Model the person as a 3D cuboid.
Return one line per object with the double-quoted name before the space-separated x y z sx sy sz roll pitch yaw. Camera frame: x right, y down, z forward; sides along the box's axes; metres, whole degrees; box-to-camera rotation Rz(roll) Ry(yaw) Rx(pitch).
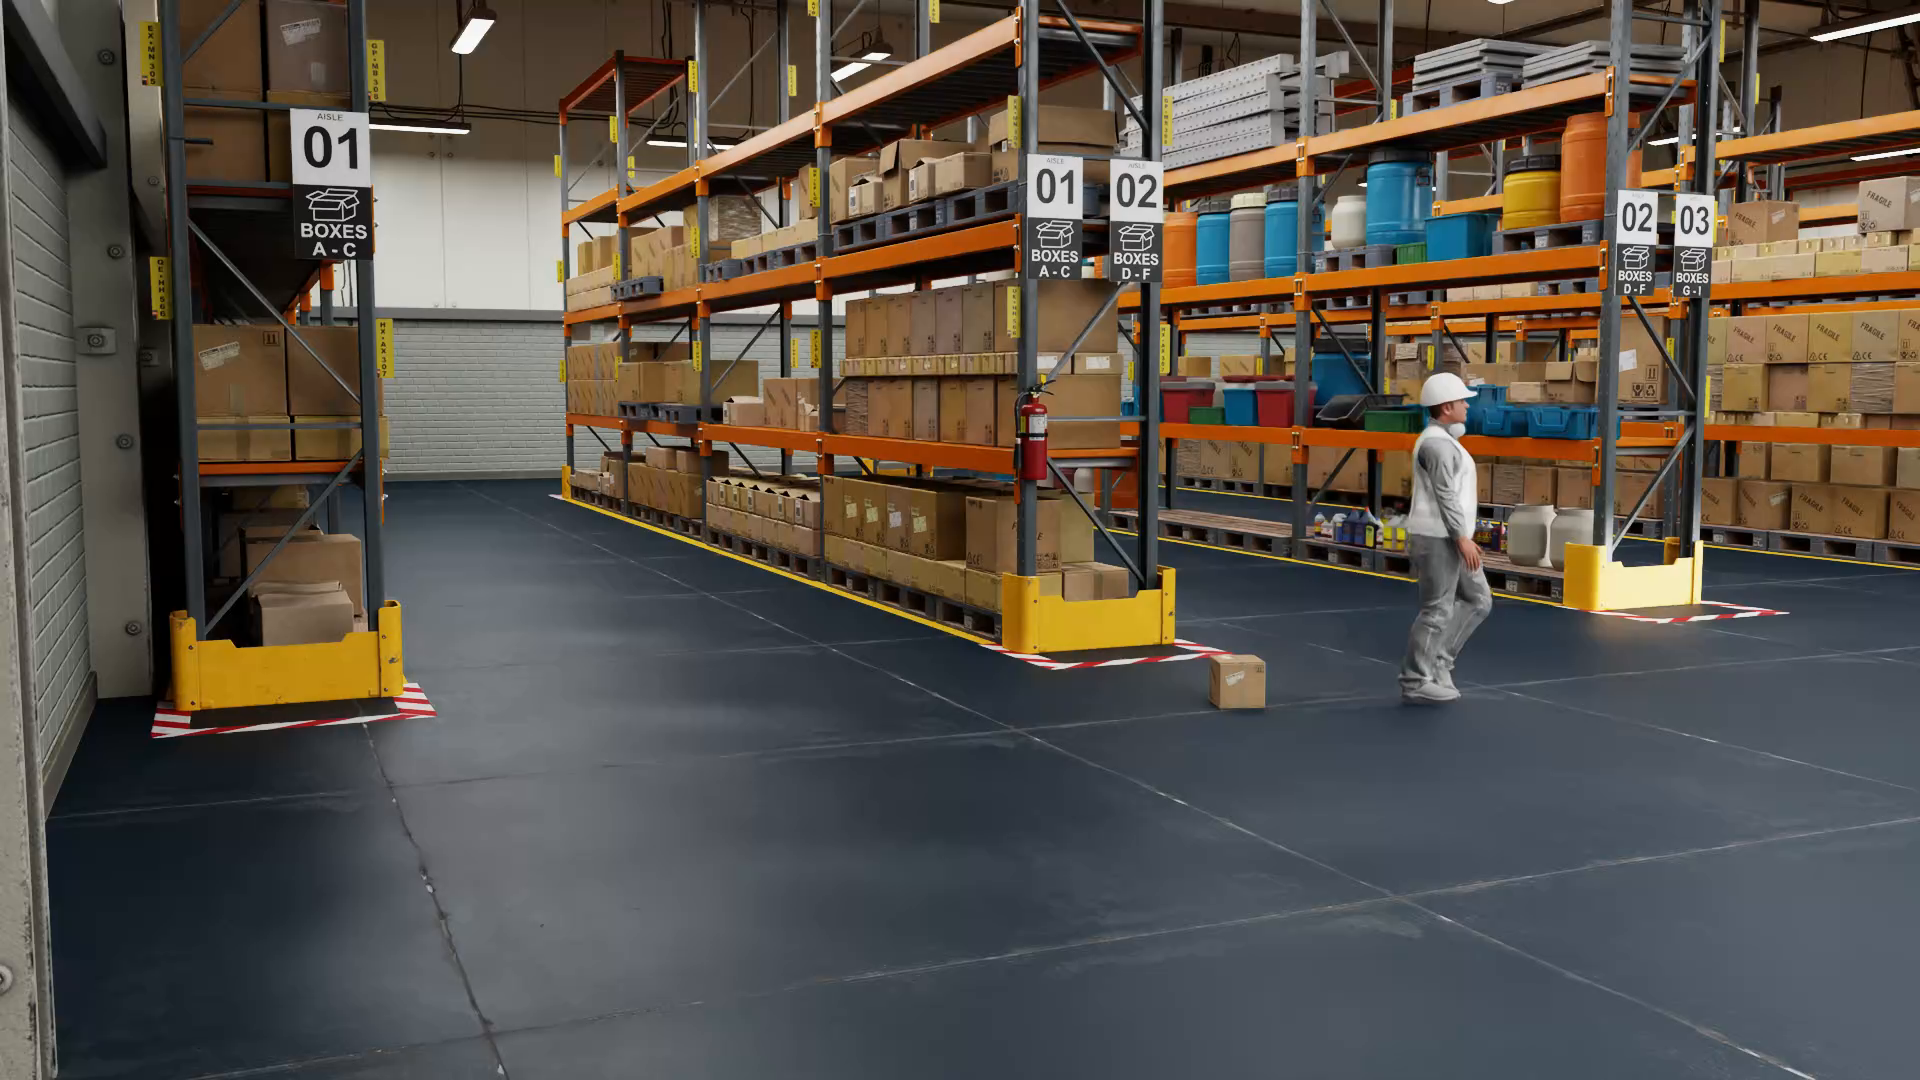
"person" 2.625 0.008 8.962 0.487 1.809 0.547 2 6 18
